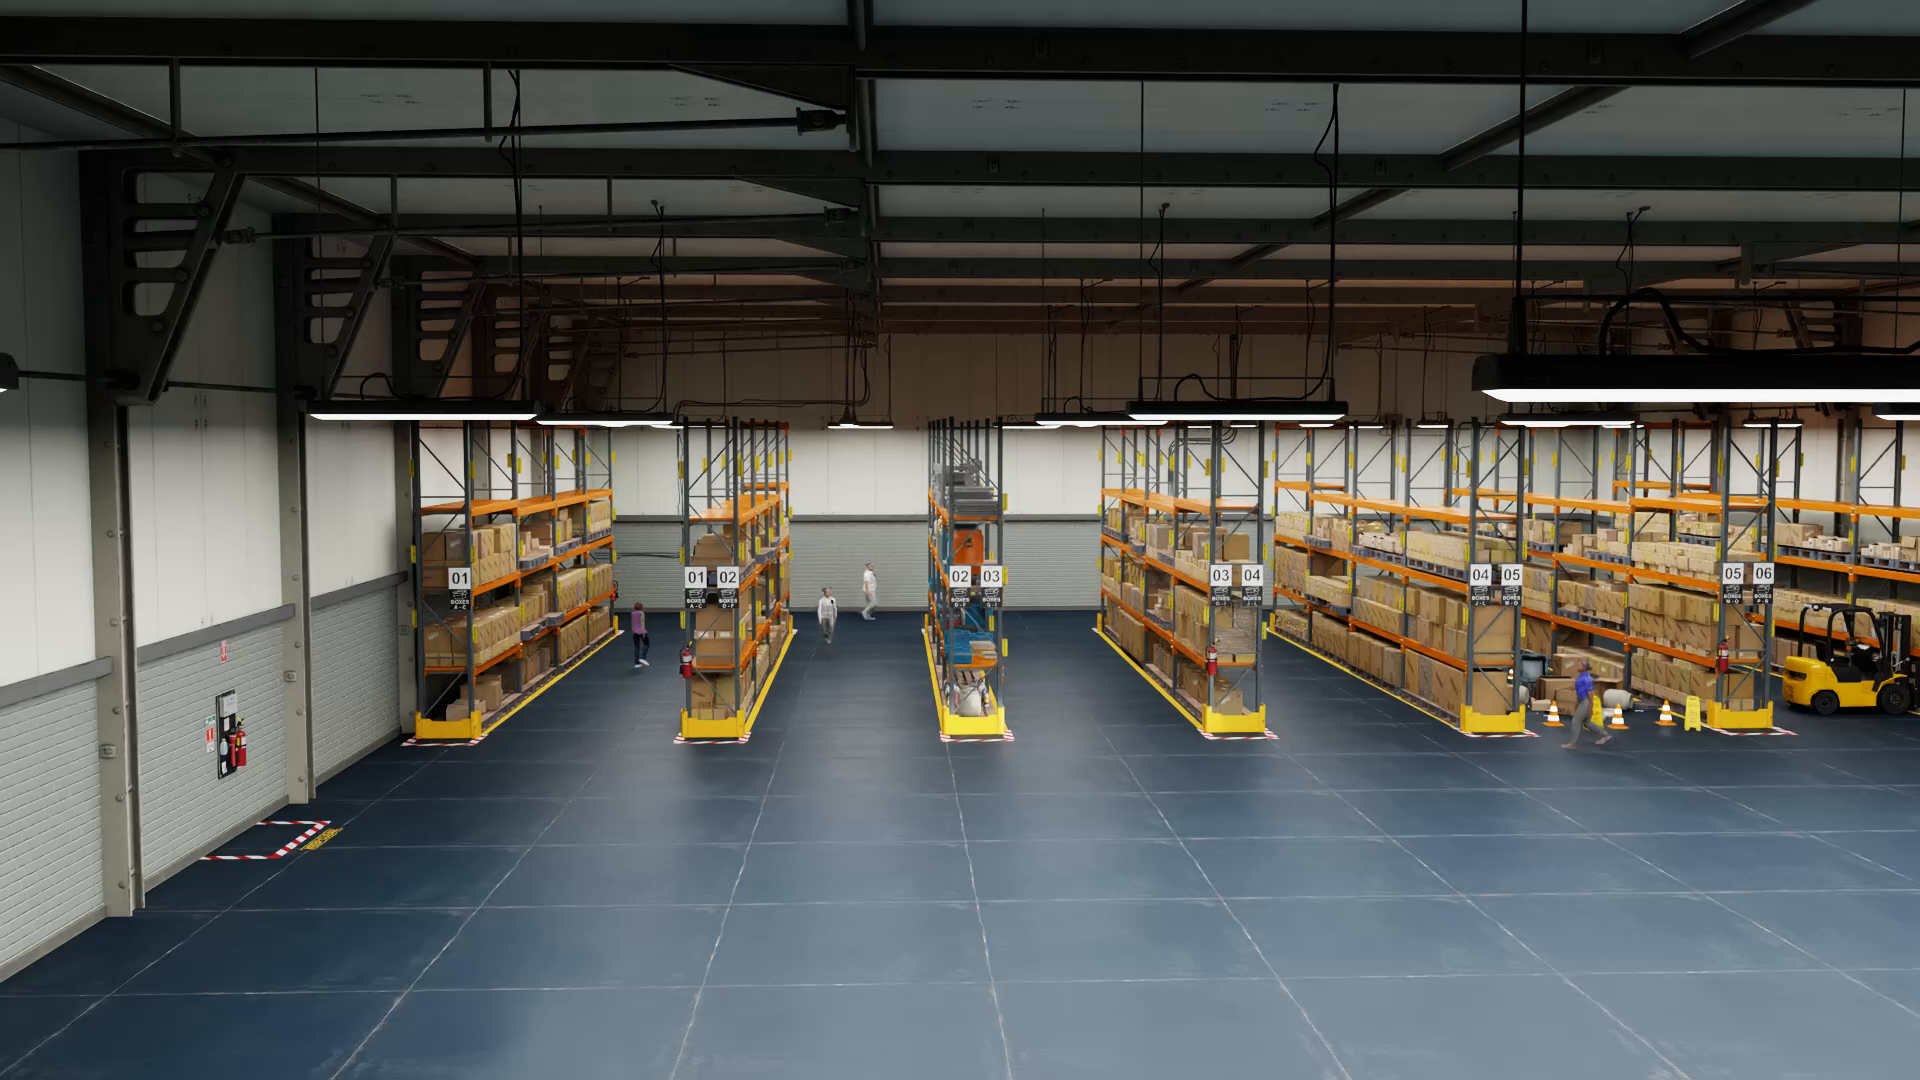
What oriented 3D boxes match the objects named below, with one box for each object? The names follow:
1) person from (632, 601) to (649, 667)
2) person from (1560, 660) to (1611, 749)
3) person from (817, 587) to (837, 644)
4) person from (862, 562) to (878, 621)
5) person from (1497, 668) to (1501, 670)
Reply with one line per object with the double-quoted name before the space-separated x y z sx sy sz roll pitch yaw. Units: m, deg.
"person" -7.788 2.291 40.361 0.445 1.571 0.470 1 4 11
"person" 11.282 2.952 29.910 0.965 1.610 0.448 0 4 0
"person" -3.431 1.926 42.882 0.481 1.454 1.041 0 4 1
"person" -2.740 1.545 50.331 0.501 1.772 0.562 0 4 -6
"person" 12.299 2.412 38.340 0.452 1.733 0.595 -1 4 -8
